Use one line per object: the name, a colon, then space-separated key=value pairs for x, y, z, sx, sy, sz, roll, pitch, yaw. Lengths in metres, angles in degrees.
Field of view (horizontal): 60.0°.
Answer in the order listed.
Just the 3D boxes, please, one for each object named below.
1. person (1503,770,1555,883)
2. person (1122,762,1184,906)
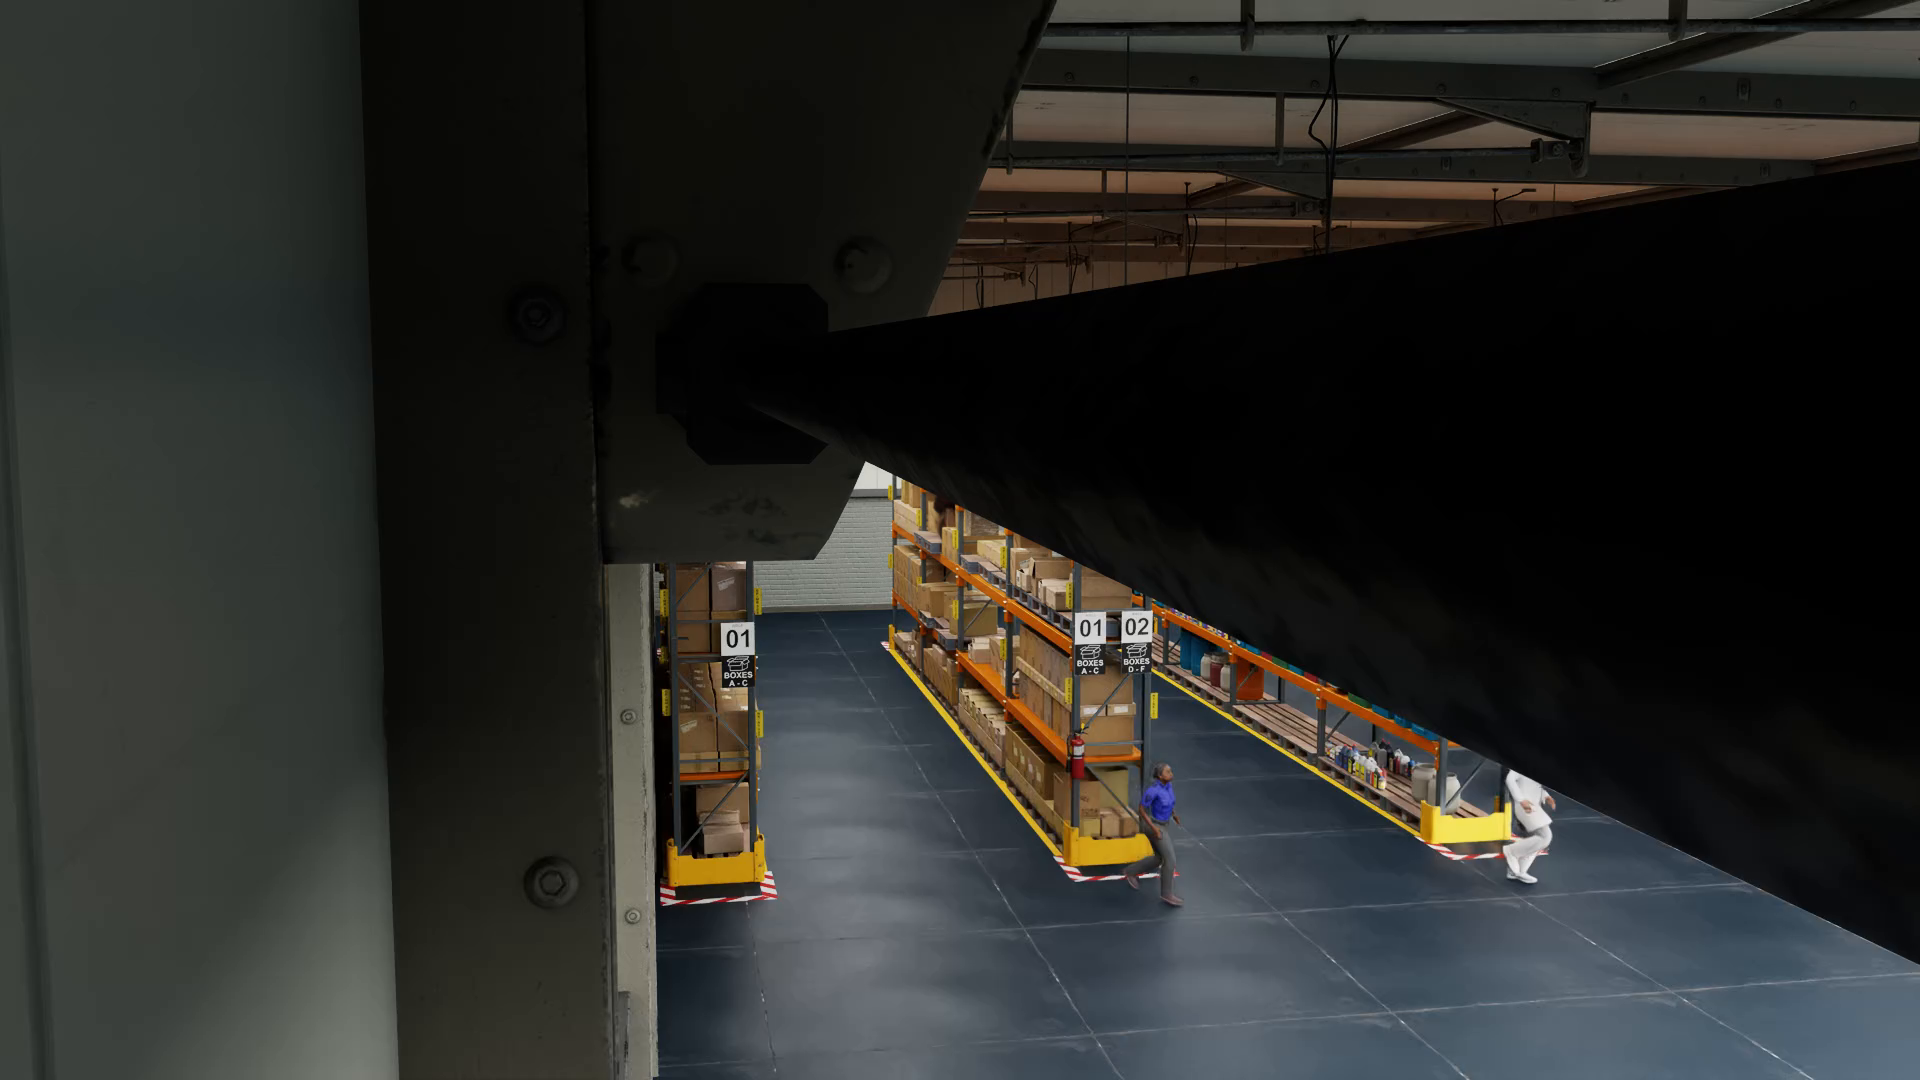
person: x=6.988 y=3.287 z=20.351 sx=0.562 sy=1.706 sz=0.732 roll=3 pitch=7 yaw=28
person: x=2.288 y=3.407 z=19.519 sx=0.776 sy=1.653 sz=0.578 roll=3 pitch=7 yaw=29
